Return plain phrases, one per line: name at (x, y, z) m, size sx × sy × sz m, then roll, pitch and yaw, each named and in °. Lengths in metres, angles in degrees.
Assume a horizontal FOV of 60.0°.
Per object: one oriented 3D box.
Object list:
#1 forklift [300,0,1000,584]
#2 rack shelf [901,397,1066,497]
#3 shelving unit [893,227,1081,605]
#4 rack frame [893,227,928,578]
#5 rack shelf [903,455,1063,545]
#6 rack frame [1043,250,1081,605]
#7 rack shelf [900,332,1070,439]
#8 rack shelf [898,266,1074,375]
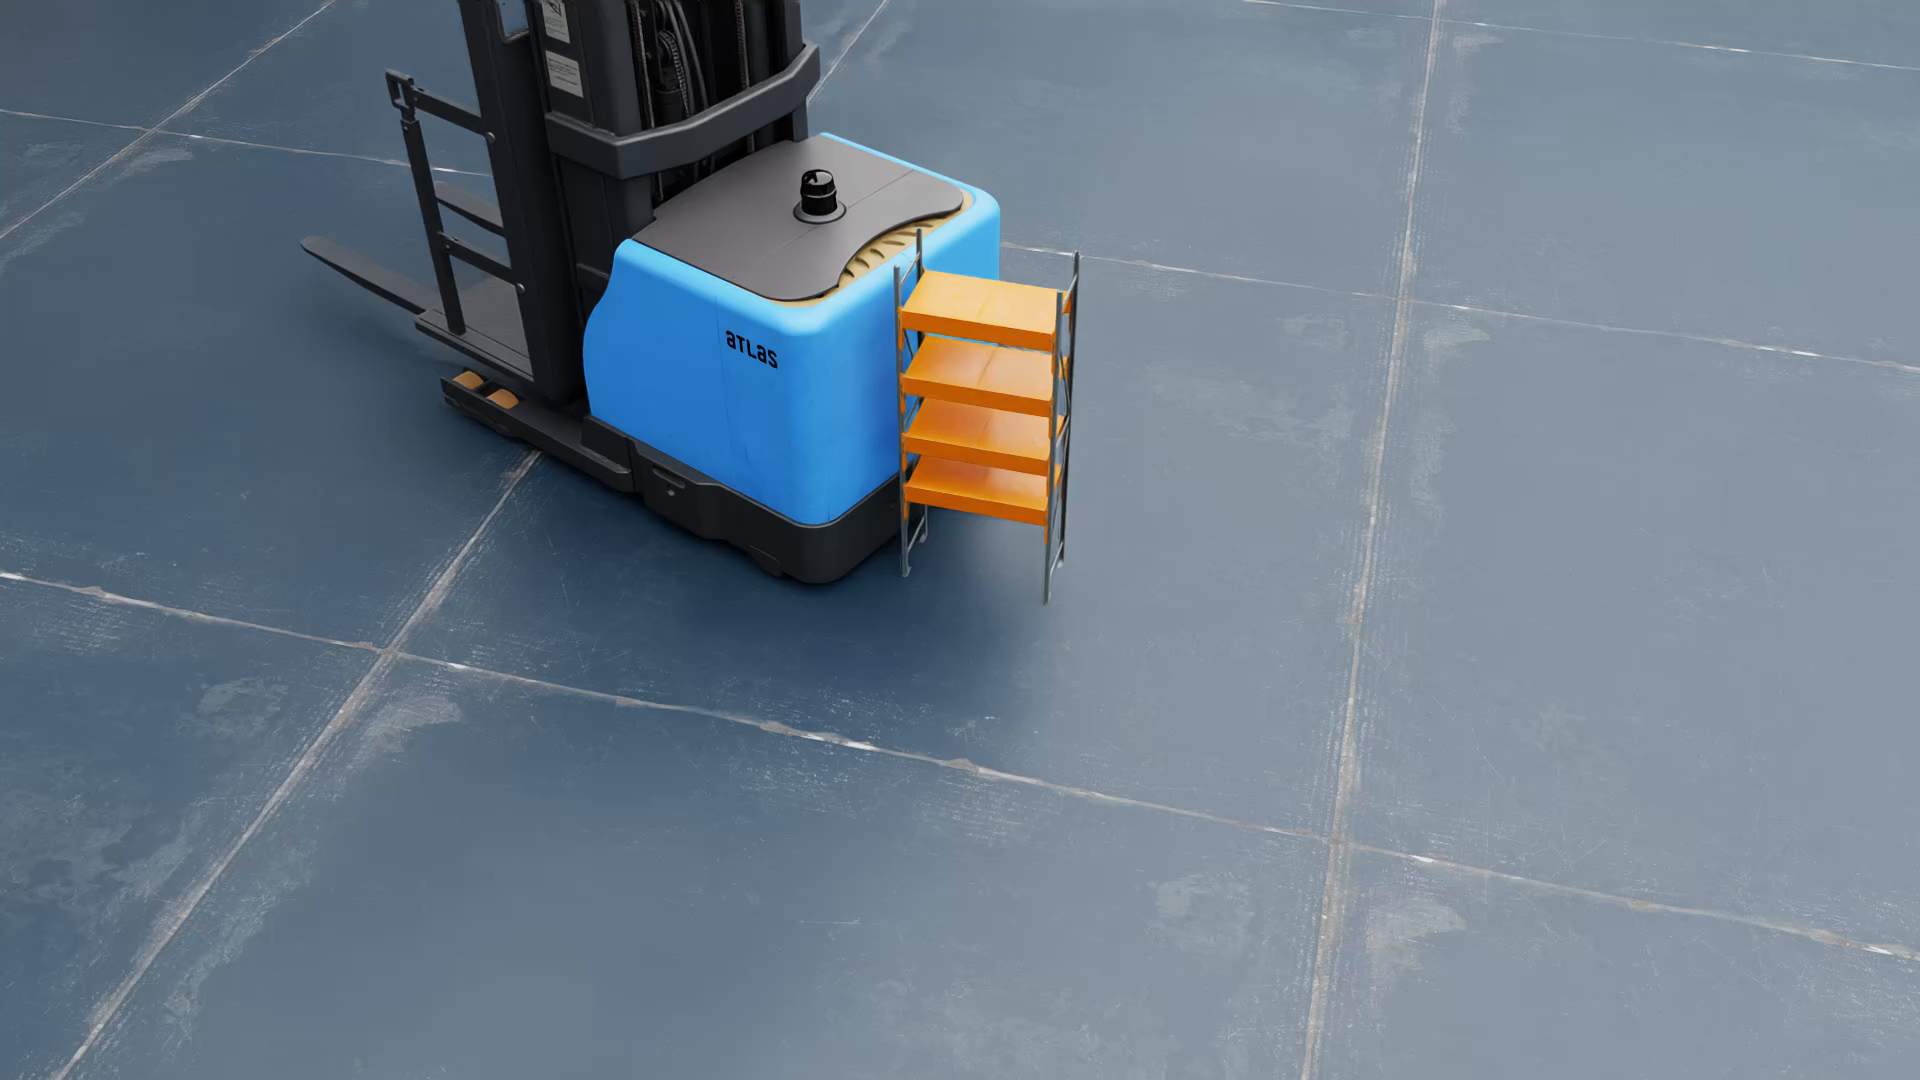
forklift at (-1.329, -1.757, 5.564) m, size 3.031 × 2.935 × 1.130 m, roll 26°, pitch 47°, yaw 28°
rack shelf at (0.081, -0.311, 5.292) m, size 0.480 × 0.148 × 0.258 m, roll 11°, pitch 41°, yaw 12°
shelving unit at (0.081, -0.362, 5.249) m, size 0.503 × 1.200 × 0.258 m, roll 11°, pitch 41°, yaw 12°
rack frame at (-0.153, -0.406, 5.301) m, size 0.015 × 1.200 × 0.240 m, roll 11°, pitch 41°, yaw 12°
rack shelf at (0.081, -0.159, 5.420) m, size 0.480 × 0.148 × 0.258 m, roll 11°, pitch 41°, yaw 12°
rack frame at (0.315, -0.319, 5.197) m, size 0.015 × 1.200 × 0.240 m, roll 11°, pitch 41°, yaw 12°
rack shelf at (0.081, -0.482, 5.148) m, size 0.480 × 0.148 × 0.258 m, roll 11°, pitch 41°, yaw 12°
rack shelf at (0.081, -0.663, 4.996) m, size 0.480 × 0.148 × 0.258 m, roll 11°, pitch 41°, yaw 12°
